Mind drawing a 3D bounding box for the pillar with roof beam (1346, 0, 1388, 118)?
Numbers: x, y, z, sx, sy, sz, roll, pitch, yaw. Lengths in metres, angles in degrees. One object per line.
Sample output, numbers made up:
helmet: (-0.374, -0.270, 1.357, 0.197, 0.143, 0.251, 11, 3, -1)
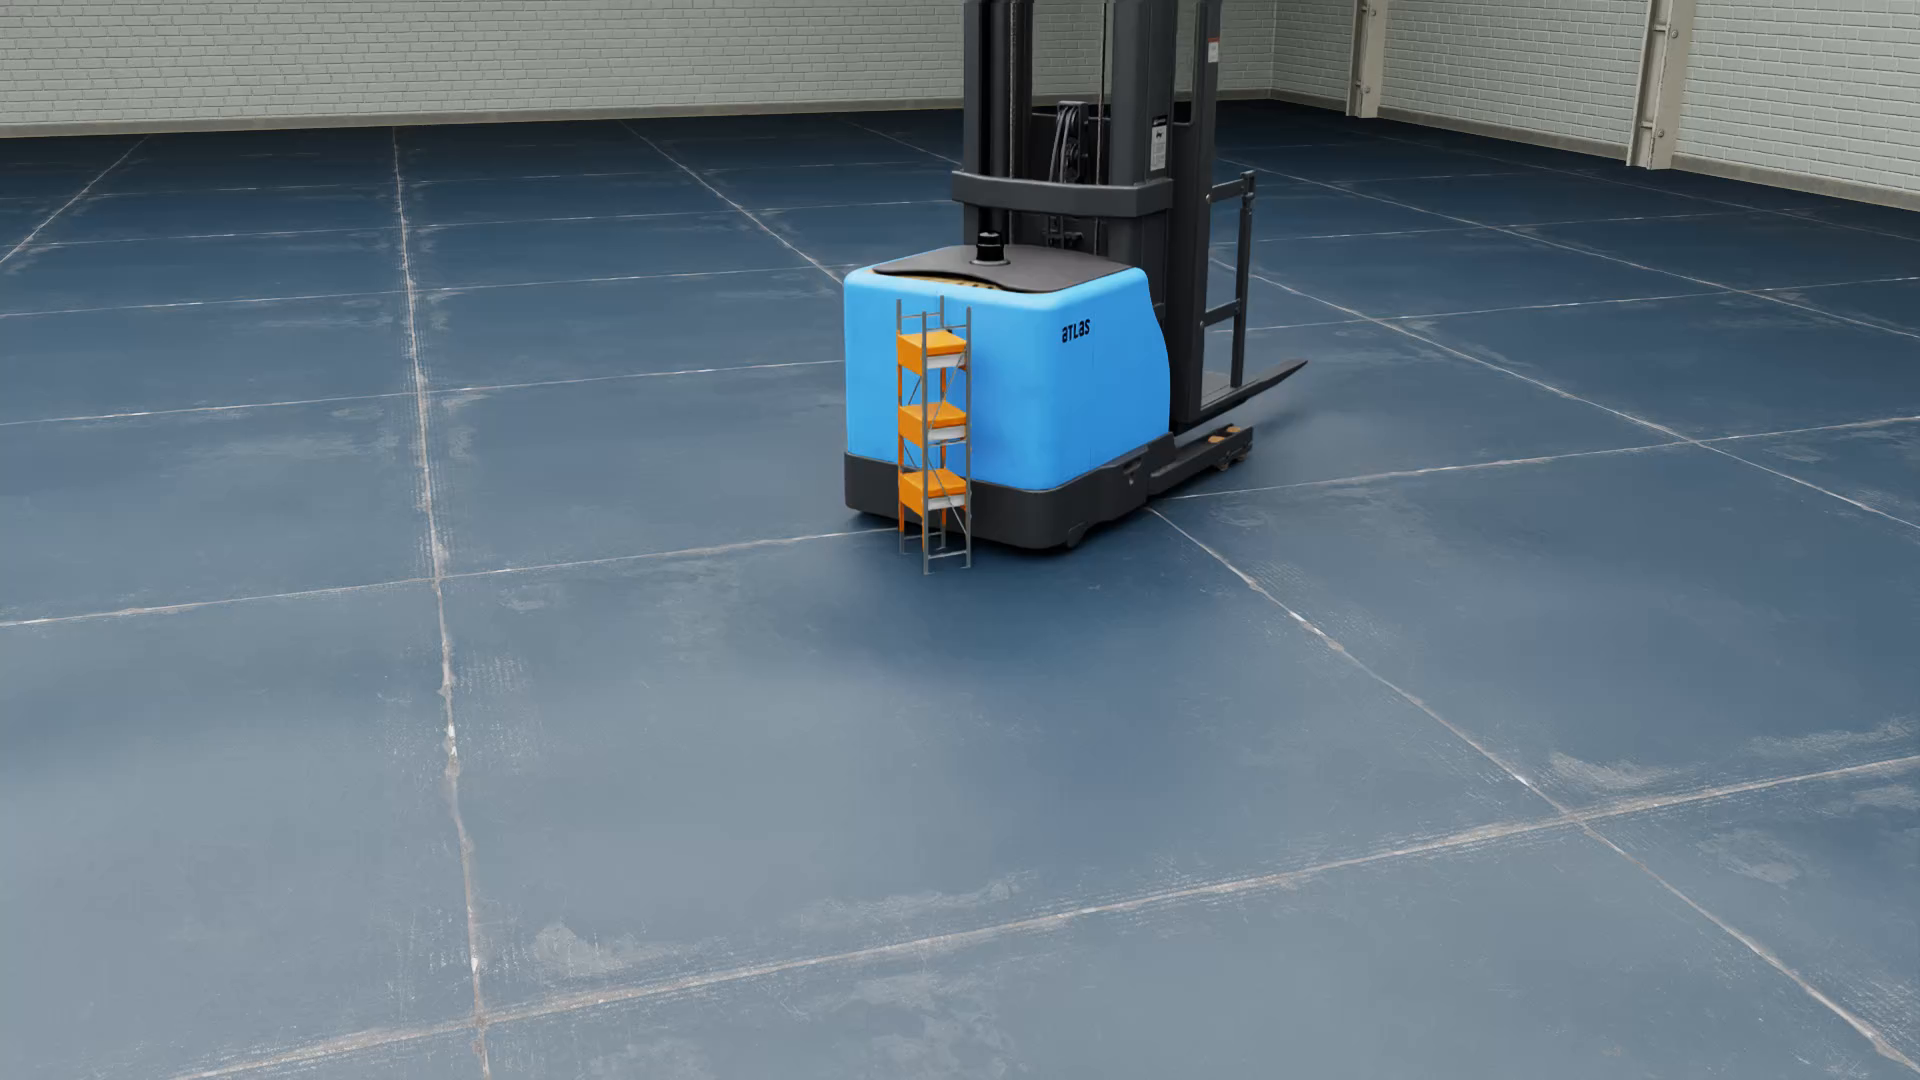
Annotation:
pillar with roof beam: (1.670, -9.843, 21.009, 9.100, 9.000, 0.400, -6, 21, -17)

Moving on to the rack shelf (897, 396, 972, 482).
rack shelf: (-0.101, -0.397, 6.499, 0.215, 0.259, 0.240, -9, 22, -23)

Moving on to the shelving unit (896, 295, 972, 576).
shelving unit: (-0.101, -0.407, 6.496, 0.215, 1.050, 0.252, -9, 22, -23)

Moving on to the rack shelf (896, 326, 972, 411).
rack shelf: (-0.101, -0.664, 6.403, 0.215, 0.259, 0.240, -9, 22, -23)

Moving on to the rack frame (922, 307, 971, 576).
rack frame: (-0.050, -0.369, 6.391, 0.200, 1.050, 0.008, -9, 22, -23)

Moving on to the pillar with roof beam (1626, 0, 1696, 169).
pillar with roof beam: (3.556, -7.918, 15.649, 9.100, 9.000, 0.400, -6, 21, -17)

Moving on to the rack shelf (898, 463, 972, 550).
rack shelf: (-0.101, -0.135, 6.593, 0.215, 0.259, 0.240, -9, 22, -23)

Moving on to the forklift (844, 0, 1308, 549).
forklift: (0.750, -1.785, 7.549, 1.130, 2.935, 3.031, 13, 23, 32)

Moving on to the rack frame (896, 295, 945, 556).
rack frame: (-0.152, -0.444, 6.600, 0.200, 1.050, 0.008, -9, 22, -23)
